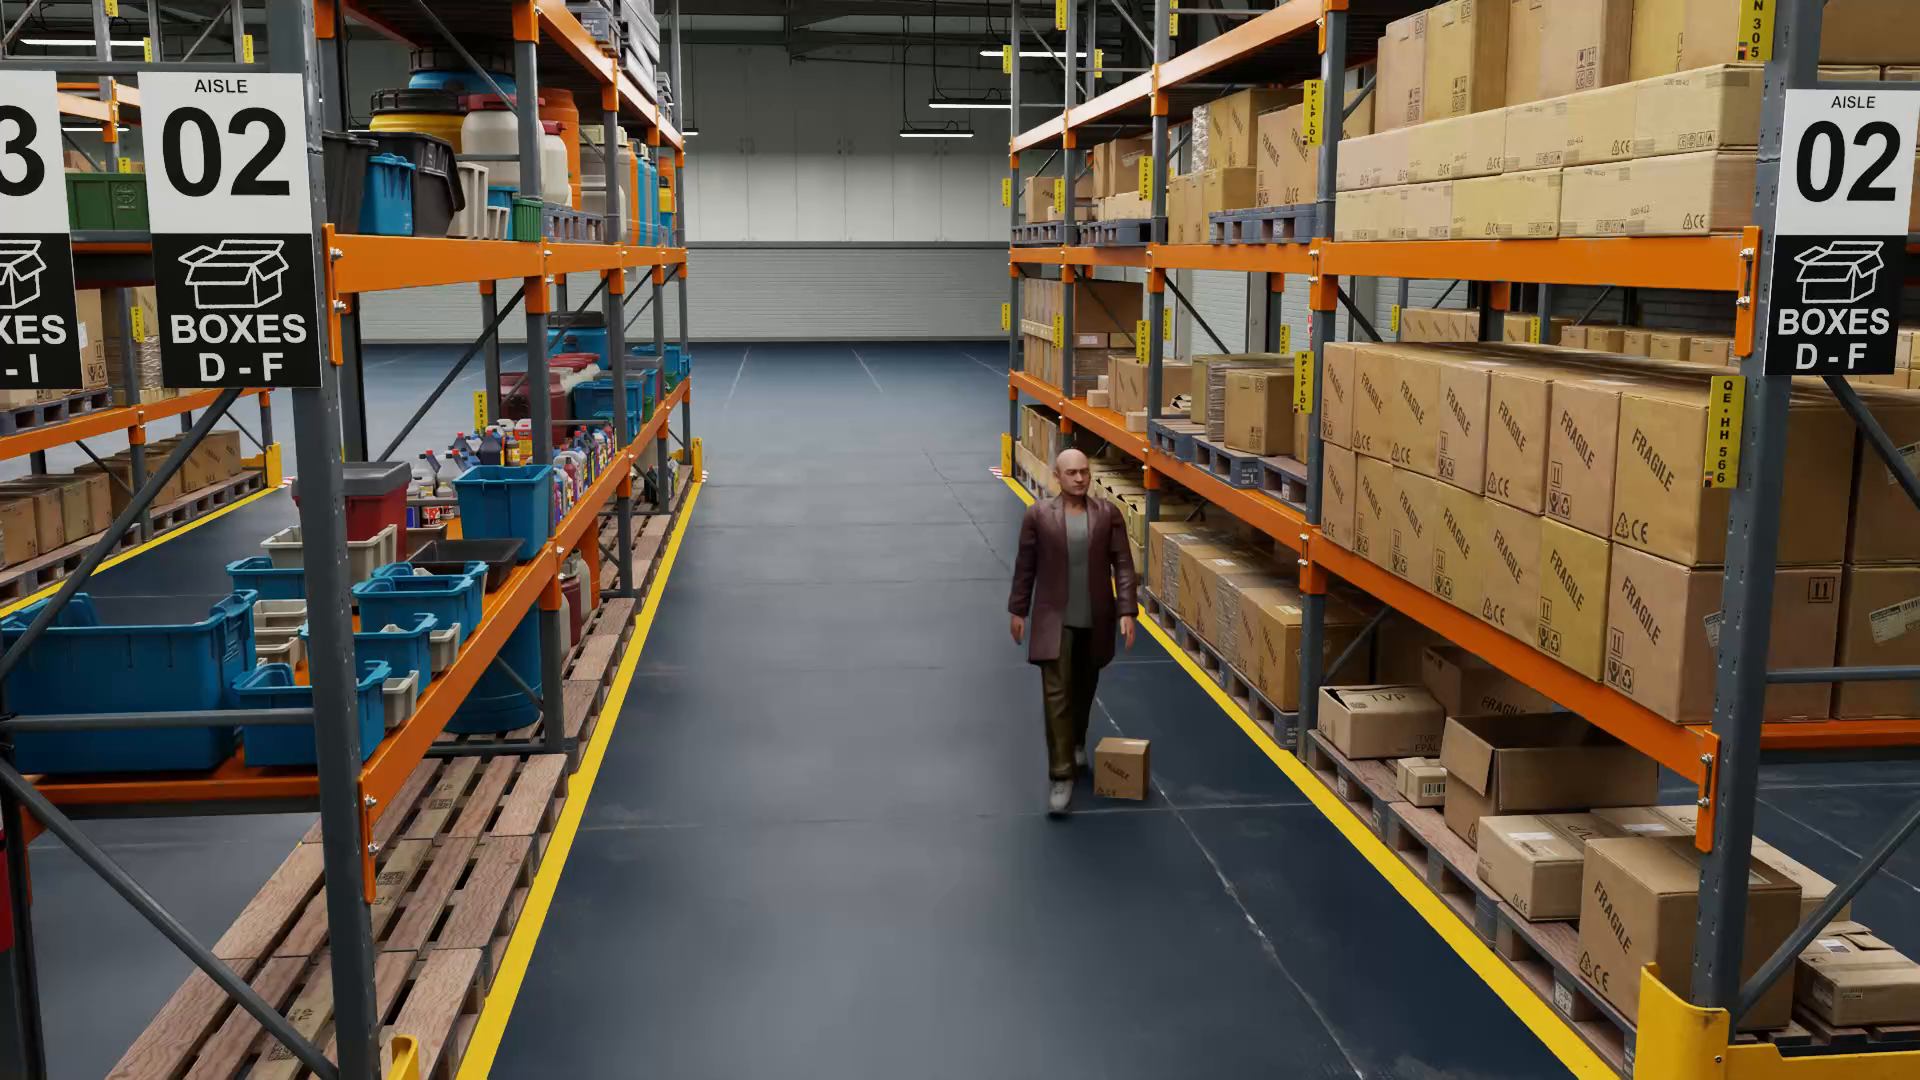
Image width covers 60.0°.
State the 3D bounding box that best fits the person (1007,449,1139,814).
[{"bbox_3d":[0.594,0.407,8.511,0.627,1.731,1.054,-1,10,-8],"label":"person"}]
